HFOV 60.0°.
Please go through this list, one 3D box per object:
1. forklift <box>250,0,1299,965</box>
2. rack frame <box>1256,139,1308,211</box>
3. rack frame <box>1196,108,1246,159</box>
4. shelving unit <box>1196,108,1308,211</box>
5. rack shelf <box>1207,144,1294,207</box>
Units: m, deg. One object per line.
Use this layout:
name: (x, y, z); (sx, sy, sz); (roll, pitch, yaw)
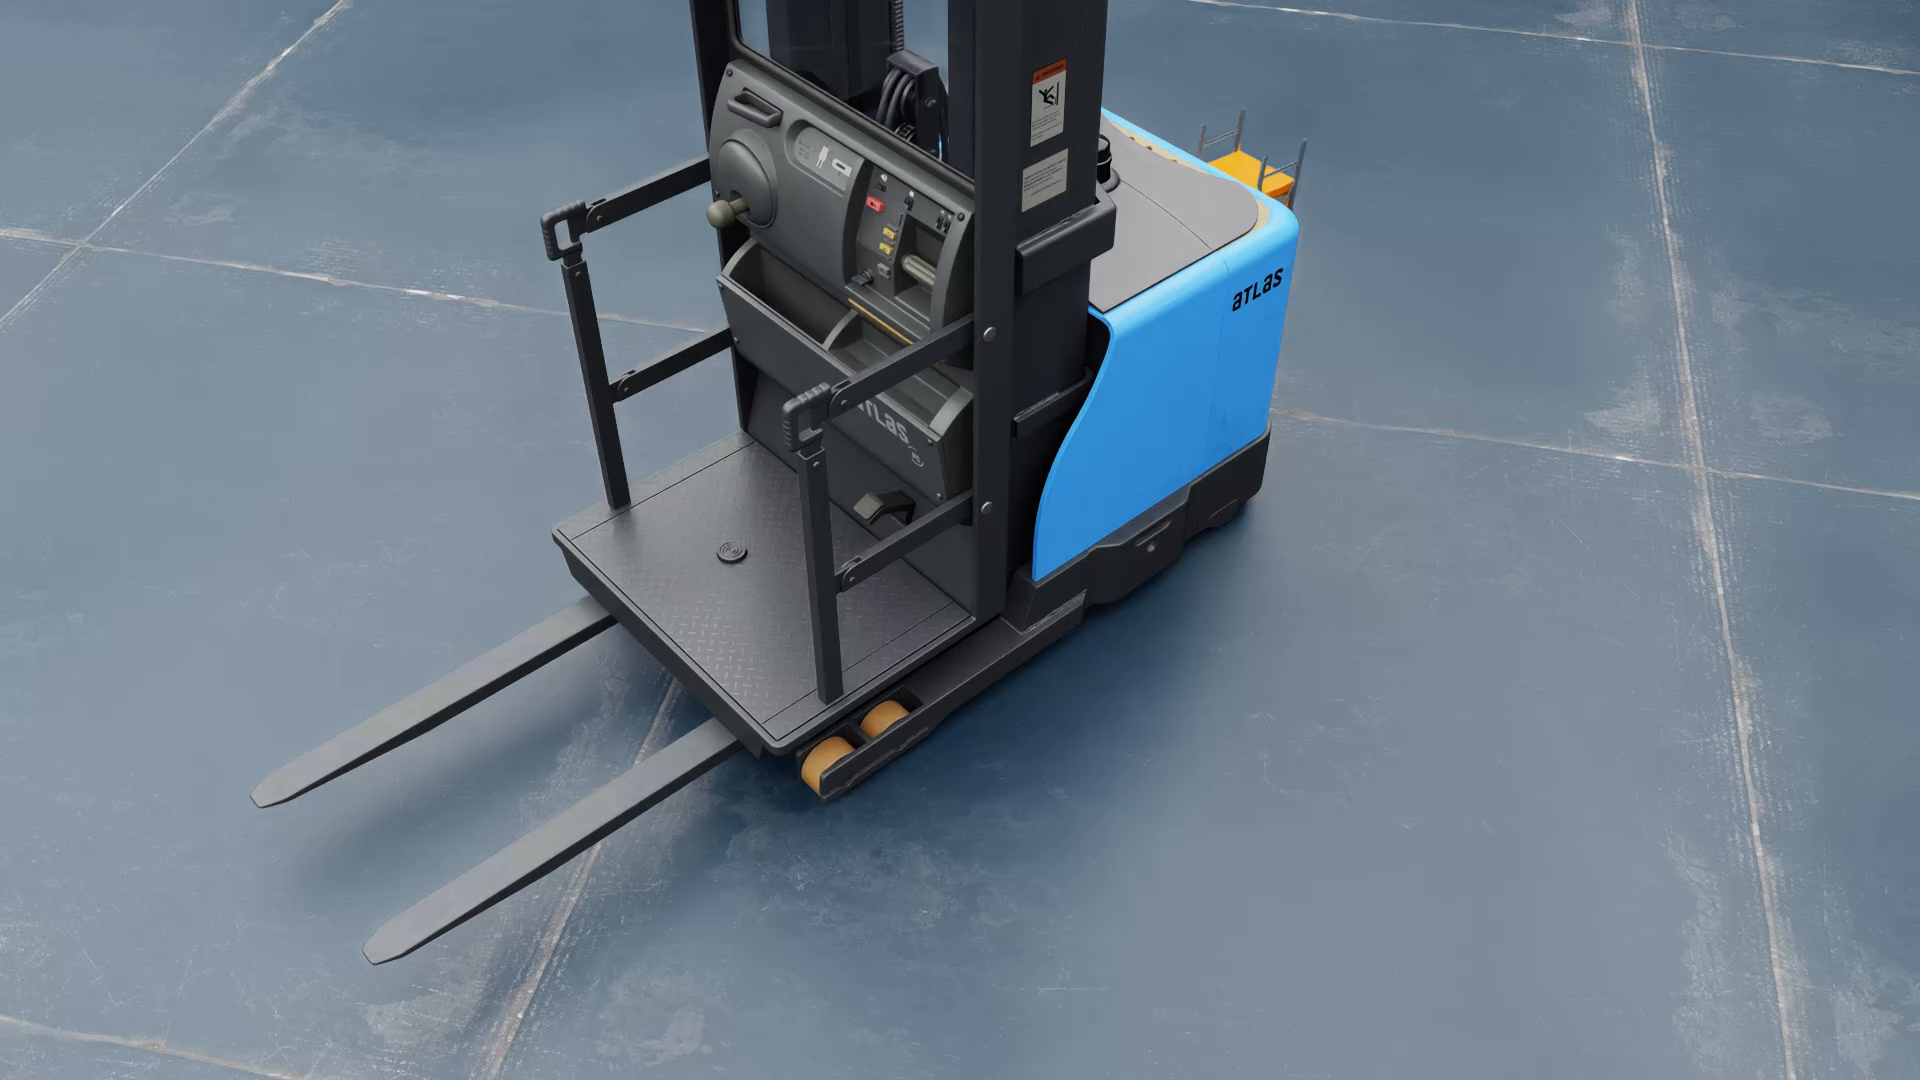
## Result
forklift: (-0.465, -0.770, 3.936); (3.031, 2.935, 1.130); (-32, 52, -29)
rack frame: (0.932, -0.766, 5.277); (0.200, 1.050, 0.008); (-28, 50, -32)
rack frame: (0.770, -0.893, 5.409); (0.200, 1.050, 0.008); (-28, 50, -32)
shelving unit: (0.851, -0.830, 5.343); (0.215, 1.050, 0.252); (-28, 50, -32)
rack shelf: (0.869, -1.037, 5.165); (0.215, 0.259, 0.240); (-28, 50, -32)
